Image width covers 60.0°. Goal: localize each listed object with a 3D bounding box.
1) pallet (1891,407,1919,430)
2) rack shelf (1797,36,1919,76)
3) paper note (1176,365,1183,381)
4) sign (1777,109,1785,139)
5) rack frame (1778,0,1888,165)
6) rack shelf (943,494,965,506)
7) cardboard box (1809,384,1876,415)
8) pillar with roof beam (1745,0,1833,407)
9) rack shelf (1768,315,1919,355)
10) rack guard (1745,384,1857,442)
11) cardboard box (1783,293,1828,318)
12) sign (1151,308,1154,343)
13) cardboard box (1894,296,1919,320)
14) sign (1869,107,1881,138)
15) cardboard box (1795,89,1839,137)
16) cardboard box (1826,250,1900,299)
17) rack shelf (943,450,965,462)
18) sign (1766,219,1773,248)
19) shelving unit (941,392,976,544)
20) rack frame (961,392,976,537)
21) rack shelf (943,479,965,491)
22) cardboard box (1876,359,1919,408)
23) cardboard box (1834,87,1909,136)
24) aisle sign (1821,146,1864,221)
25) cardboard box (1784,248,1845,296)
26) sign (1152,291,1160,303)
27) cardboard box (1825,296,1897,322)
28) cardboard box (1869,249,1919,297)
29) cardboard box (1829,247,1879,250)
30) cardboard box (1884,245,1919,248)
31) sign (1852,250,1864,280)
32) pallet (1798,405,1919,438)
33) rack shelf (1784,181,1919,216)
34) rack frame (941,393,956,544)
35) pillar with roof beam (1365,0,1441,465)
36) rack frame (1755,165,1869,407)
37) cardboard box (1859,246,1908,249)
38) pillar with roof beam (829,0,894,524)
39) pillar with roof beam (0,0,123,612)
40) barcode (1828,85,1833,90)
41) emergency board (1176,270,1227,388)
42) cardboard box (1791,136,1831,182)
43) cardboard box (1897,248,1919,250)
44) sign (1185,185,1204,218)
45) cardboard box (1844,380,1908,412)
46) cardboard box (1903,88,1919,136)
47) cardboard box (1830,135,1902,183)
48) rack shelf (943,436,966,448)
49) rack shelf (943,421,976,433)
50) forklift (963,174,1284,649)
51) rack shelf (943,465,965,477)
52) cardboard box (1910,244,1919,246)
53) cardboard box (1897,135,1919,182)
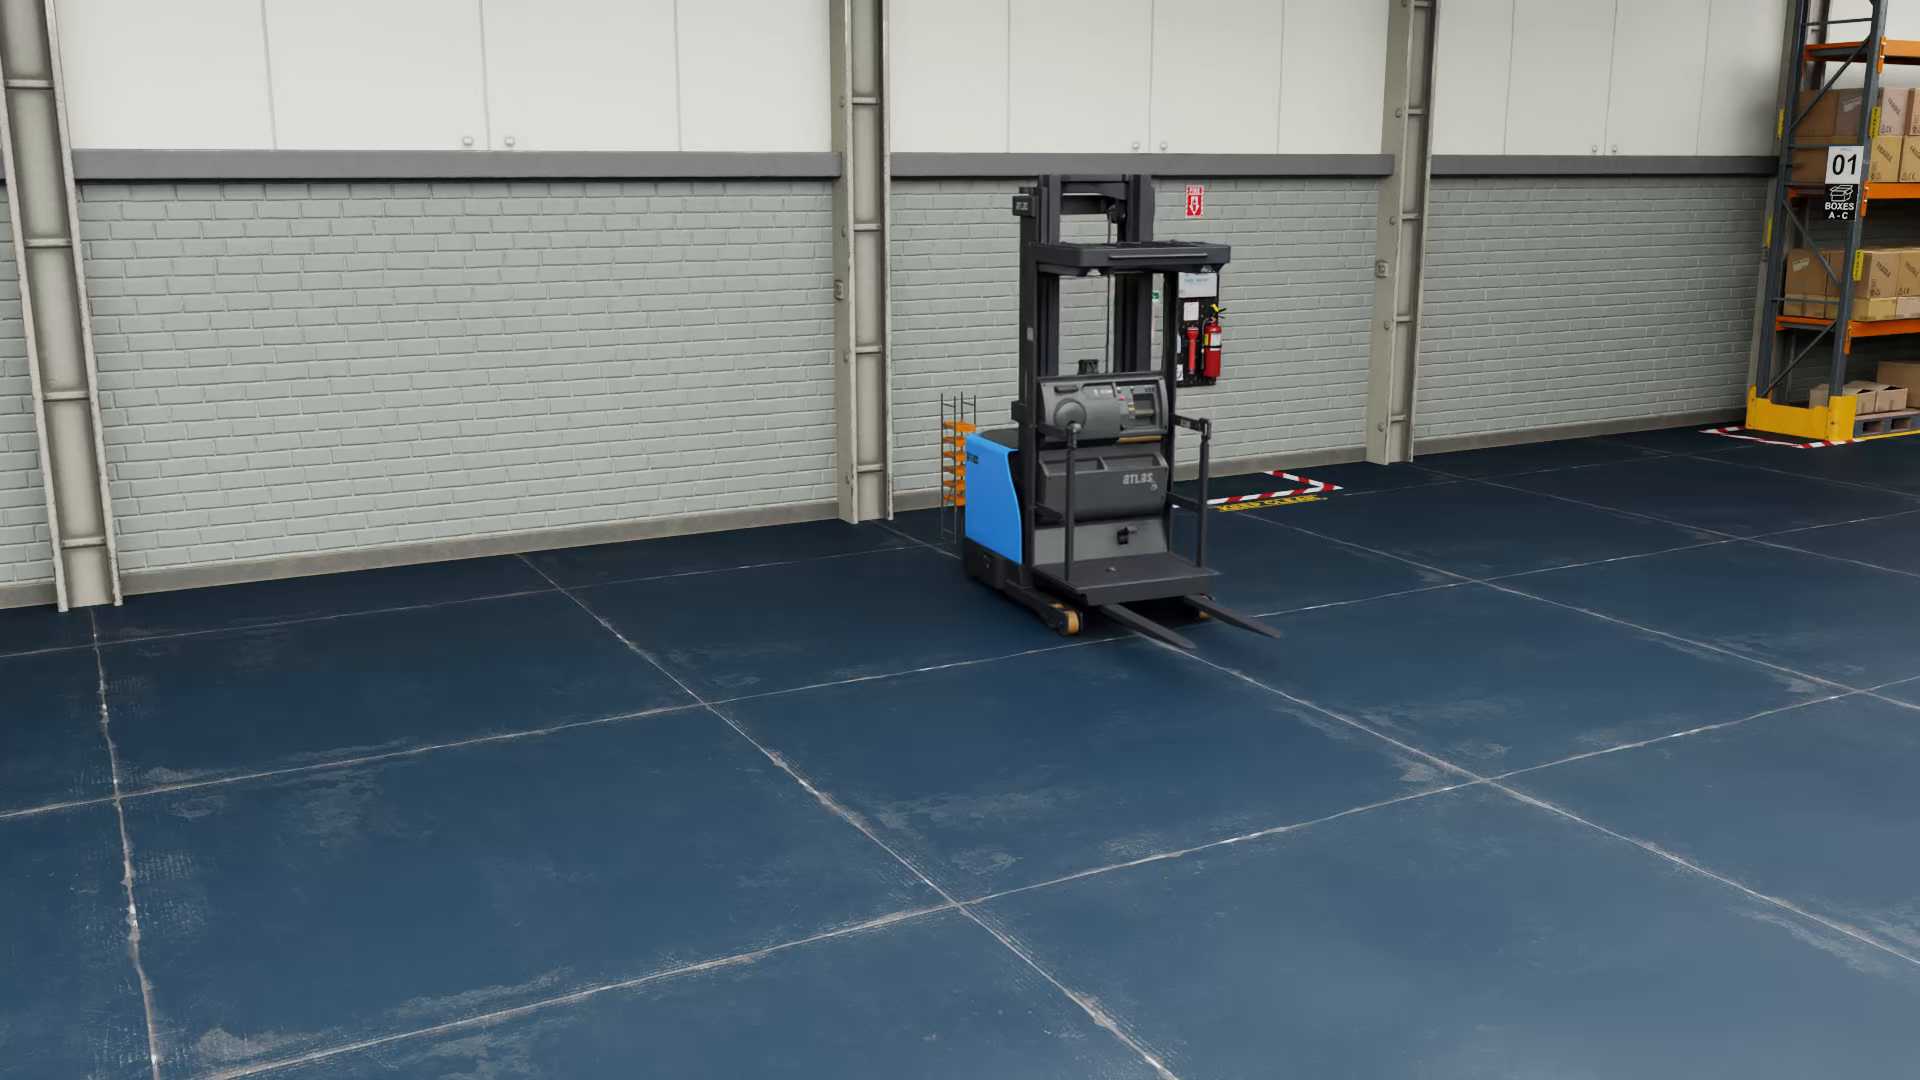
[{"bbox_3d":[11.378,-1.527,19.915,1.213,0.211,1.003,-7,14,-28],"label":"pallet"},{"bbox_3d":[11.268,-5.458,19.013,4.000,0.370,1.077,-7,14,-28],"label":"rack shelf"},{"bbox_3d":[2.070,-1.595,15.872,0.142,0.148,0.016,-7,14,-28],"label":"paper note"},{"bbox_3d":[9.264,-4.678,18.716,0.005,0.325,0.100,-7,14,-28],"label":"sign"},{"bbox_3d":[9.512,-5.601,17.999,0.127,3.000,1.000,-7,14,-28],"label":"rack frame"},{"bbox_3d":[-0.013,-0.306,13.533,0.180,0.103,0.258,-7,14,-28],"label":"rack shelf"},{"bbox_3d":[10.163,-1.632,19.151,0.500,0.311,0.500,-9,15,-34],"label":"cardboard box"},{"bbox_3d":[11.775,-5.011,15.381,0.400,9.000,9.100,-7,14,-28],"label":"pillar with roof beam"},{"bbox_3d":[11.268,-2.533,19.672,4.000,0.370,1.077,-7,14,-28],"label":"rack shelf"},{"bbox_3d":[9.579,-1.462,18.968,0.348,0.500,1.175,-7,14,-28],"label":"rack guard"},{"bbox_3d":[9.830,-2.697,19.057,0.500,0.250,0.500,-7,14,-27],"label":"cardboard box"},{"bbox_3d":[1.724,-2.009,15.624,0.234,0.329,0.001,-7,14,-28],"label":"sign"},{"bbox_3d":[10.542,-2.658,18.883,0.500,0.250,0.500,-7,15,-30],"label":"cardboard box"},{"bbox_3d":[9.772,-4.459,17.768,0.005,0.325,0.100,-7,14,-28],"label":"sign"},{"bbox_3d":[9.765,-4.779,18.631,0.500,0.500,0.500,-6,14,-25],"label":"cardboard box"},{"bbox_3d":[10.075,-2.968,18.556,0.500,0.500,0.500,-7,14,-28],"label":"cardboard box"},{"bbox_3d":[-0.013,-0.658,13.454,0.180,0.103,0.258,-7,14,-28],"label":"rack shelf"},{"bbox_3d":[9.264,-3.502,18.981,0.005,0.325,0.100,-7,14,-28],"label":"sign"},{"bbox_3d":[-0.013,-0.584,13.471,0.189,1.200,0.258,-7,14,-28],"label":"shelving unit"},{"bbox_3d":[0.068,-0.593,13.513,0.006,1.200,0.240,-7,14,-28],"label":"rack frame"},{"bbox_3d":[-0.013,-0.423,13.507,0.180,0.103,0.258,-7,14,-28],"label":"rack shelf"},{"bbox_3d":[11.331,-1.852,19.697,0.500,0.500,0.700,-8,15,-31],"label":"cardboard box"},{"bbox_3d":[9.967,-4.677,18.178,0.500,0.500,0.500,-8,15,-32],"label":"cardboard box"},{"bbox_3d":[9.593,-3.877,18.082,0.004,0.787,0.394,-7,14,-28],"label":"aisle sign"},{"bbox_3d":[9.824,-3.067,18.992,0.500,0.500,0.500,-7,14,-28],"label":"cardboard box"},{"bbox_3d":[1.732,-2.267,15.561,0.331,0.109,0.001,-7,14,-28],"label":"sign"},{"bbox_3d":[10.093,-2.600,18.628,0.500,0.250,0.500,-7,15,-29],"label":"cardboard box"},{"bbox_3d":[10.514,-3.019,18.778,0.500,0.500,0.500,-7,14,-28],"label":"cardboard box"},{"bbox_3d":[10.271,-3.118,19.219,0.500,0.500,0.500,-7,14,-27],"label":"cardboard box"},{"bbox_3d":[11.164,-3.226,19.700,0.500,0.500,0.500,-7,14,-27],"label":"cardboard box"},{"bbox_3d":[9.772,-2.992,18.098,0.005,0.325,0.100,-7,14,-28],"label":"sign"},{"bbox_3d":[10.309,-1.400,19.349,1.213,0.211,1.003,-7,14,-28],"label":"pallet"},{"bbox_3d":[11.268,-3.997,19.342,4.000,0.370,1.077,-7,14,-28],"label":"rack shelf"},{"bbox_3d":[-0.093,-0.574,13.428,0.006,1.200,0.240,-7,14,-28],"label":"rack frame"},{"bbox_3d":[6.508,-4.380,12.576,0.400,9.000,9.100,-7,14,-28],"label":"pillar with roof beam"},{"bbox_3d":[9.512,-2.674,18.658,0.127,3.000,1.000,-7,14,-28],"label":"rack frame"},{"bbox_3d":[10.722,-3.173,19.464,0.500,0.500,0.500,-7,15,-29],"label":"cardboard box"},{"bbox_3d":[1.242,-3.749,9.771,0.400,9.000,9.100,-7,14,-28],"label":"pillar with roof beam"},{"bbox_3d":[-4.024,-3.118,6.967,0.400,9.000,9.100,-7,14,-28],"label":"pillar with roof beam"},{"bbox_3d":[9.896,-5.137,18.902,0.075,0.075,0.001,-7,14,-28],"label":"barcode"},{"bbox_3d":[2.258,-2.030,15.799,0.643,1.169,0.194,-7,14,-28],"label":"emergency board"},{"bbox_3d":[9.757,-4.288,18.727,0.500,0.500,0.500,-6,14,-24],"label":"cardboard box"},{"bbox_3d":[10.970,-3.072,19.014,0.500,0.500,0.500,-7,15,-30],"label":"cardboard box"},{"bbox_3d":[2.204,-3.180,15.626,0.199,0.298,0.001,-7,14,-28],"label":"sign"},{"bbox_3d":[10.663,-1.692,19.418,0.500,0.311,0.500,-6,14,-23],"label":"cardboard box"},{"bbox_3d":[10.431,-4.720,18.369,0.500,0.500,0.500,-7,14,-29],"label":"cardboard box"},{"bbox_3d":[9.925,-4.183,18.258,0.500,0.500,0.500,-6,14,-26],"label":"cardboard box"},{"bbox_3d":[-0.013,-0.775,13.428,0.180,0.103,0.258,-7,14,-28],"label":"rack shelf"},{"bbox_3d":[-0.013,-0.892,13.401,0.180,0.103,0.258,-7,14,-28],"label":"rack shelf"},{"bbox_3d":[1.059,-0.912,10.985,1.130,2.935,3.031,-5,14,-22],"label":"forklift"},{"bbox_3d":[-0.013,-0.540,13.480,0.180,0.103,0.258,-7,14,-28],"label":"rack shelf"},{"bbox_3d":[11.615,-3.283,19.952,0.500,0.500,0.500,-6,14,-26],"label":"cardboard box"},{"bbox_3d":[10.414,-4.232,18.478,0.500,0.500,0.500,-6,14,-24],"label":"cardboard box"}]
